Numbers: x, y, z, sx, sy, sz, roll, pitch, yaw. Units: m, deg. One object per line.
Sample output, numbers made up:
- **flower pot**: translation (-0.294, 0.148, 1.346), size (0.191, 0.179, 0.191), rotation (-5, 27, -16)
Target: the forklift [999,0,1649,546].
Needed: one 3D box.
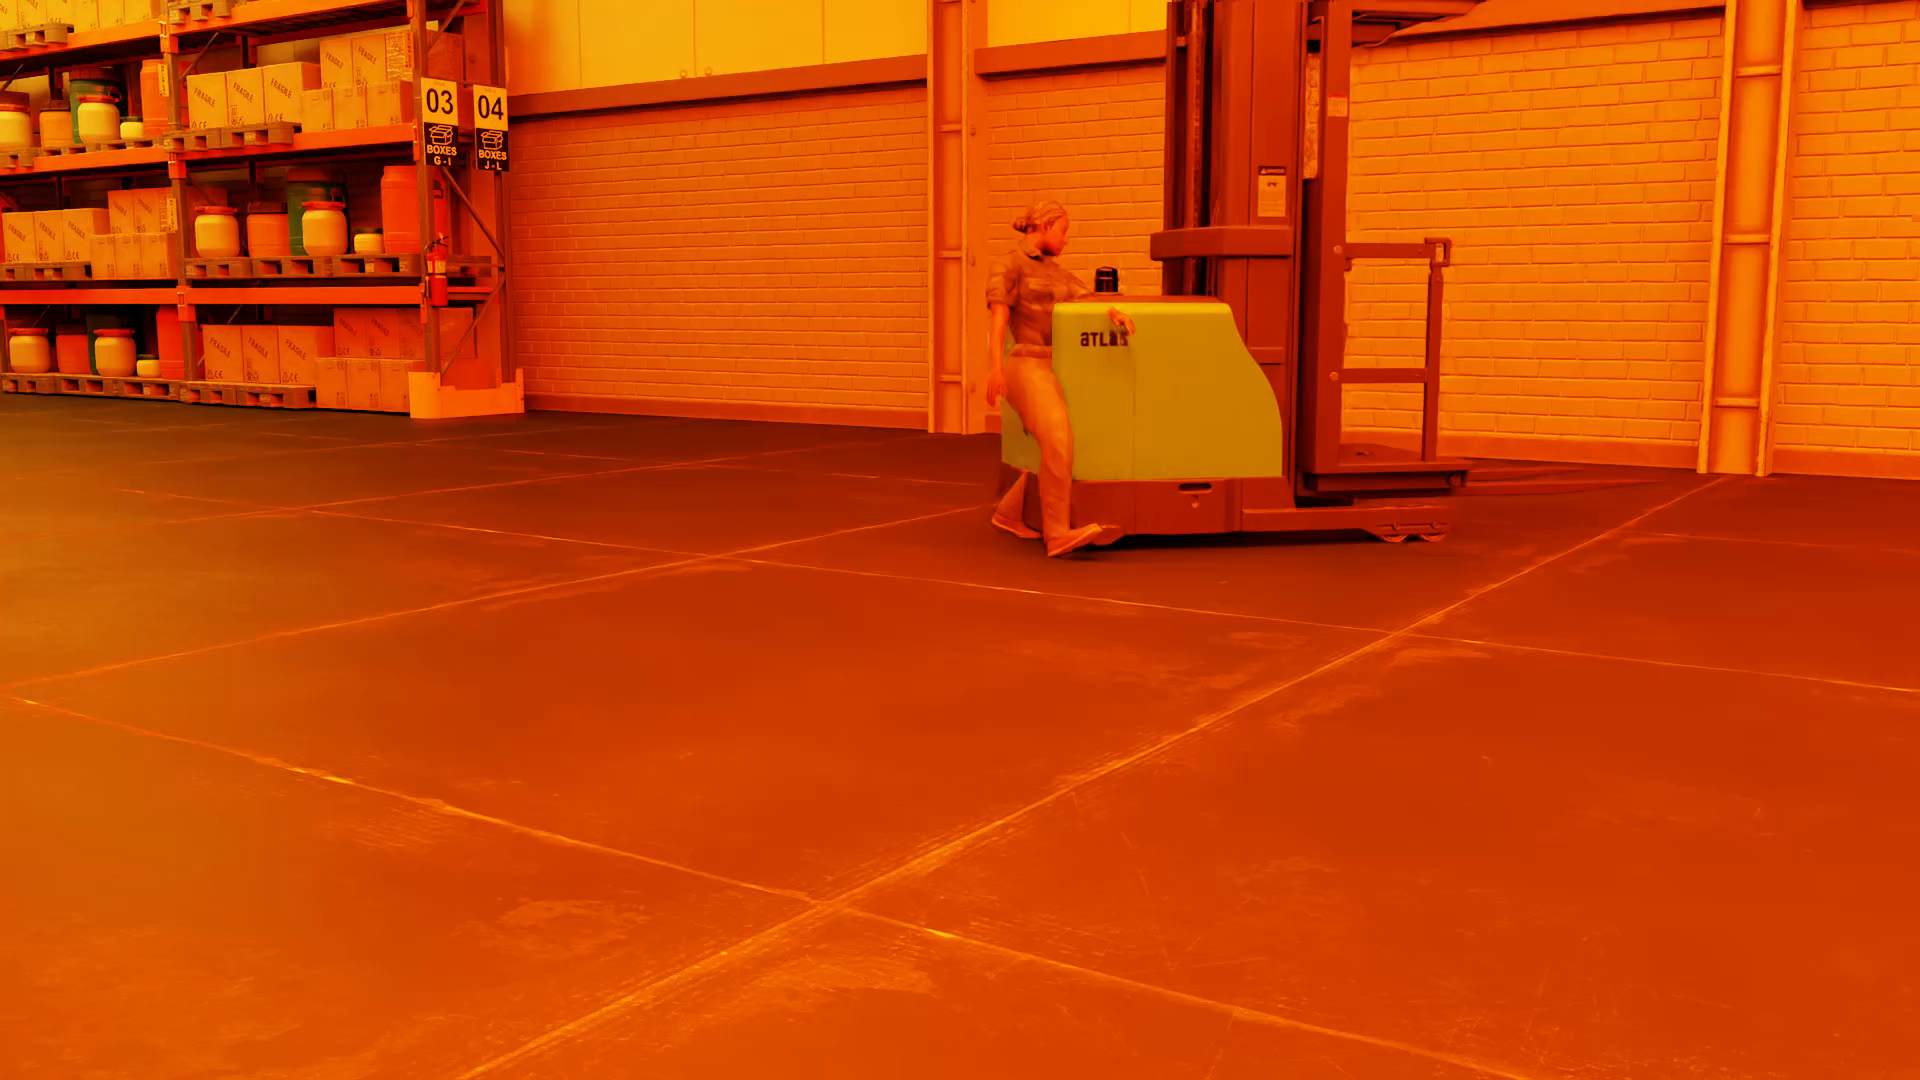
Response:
- **forklift**: translation (1.760, -1.509, 7.806), size (3.031, 2.935, 1.130), rotation (-2, 8, -12)

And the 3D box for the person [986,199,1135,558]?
- **person**: translation (0.374, -0.705, 7.212), size (0.879, 1.540, 0.743), rotation (5, 10, 33)
